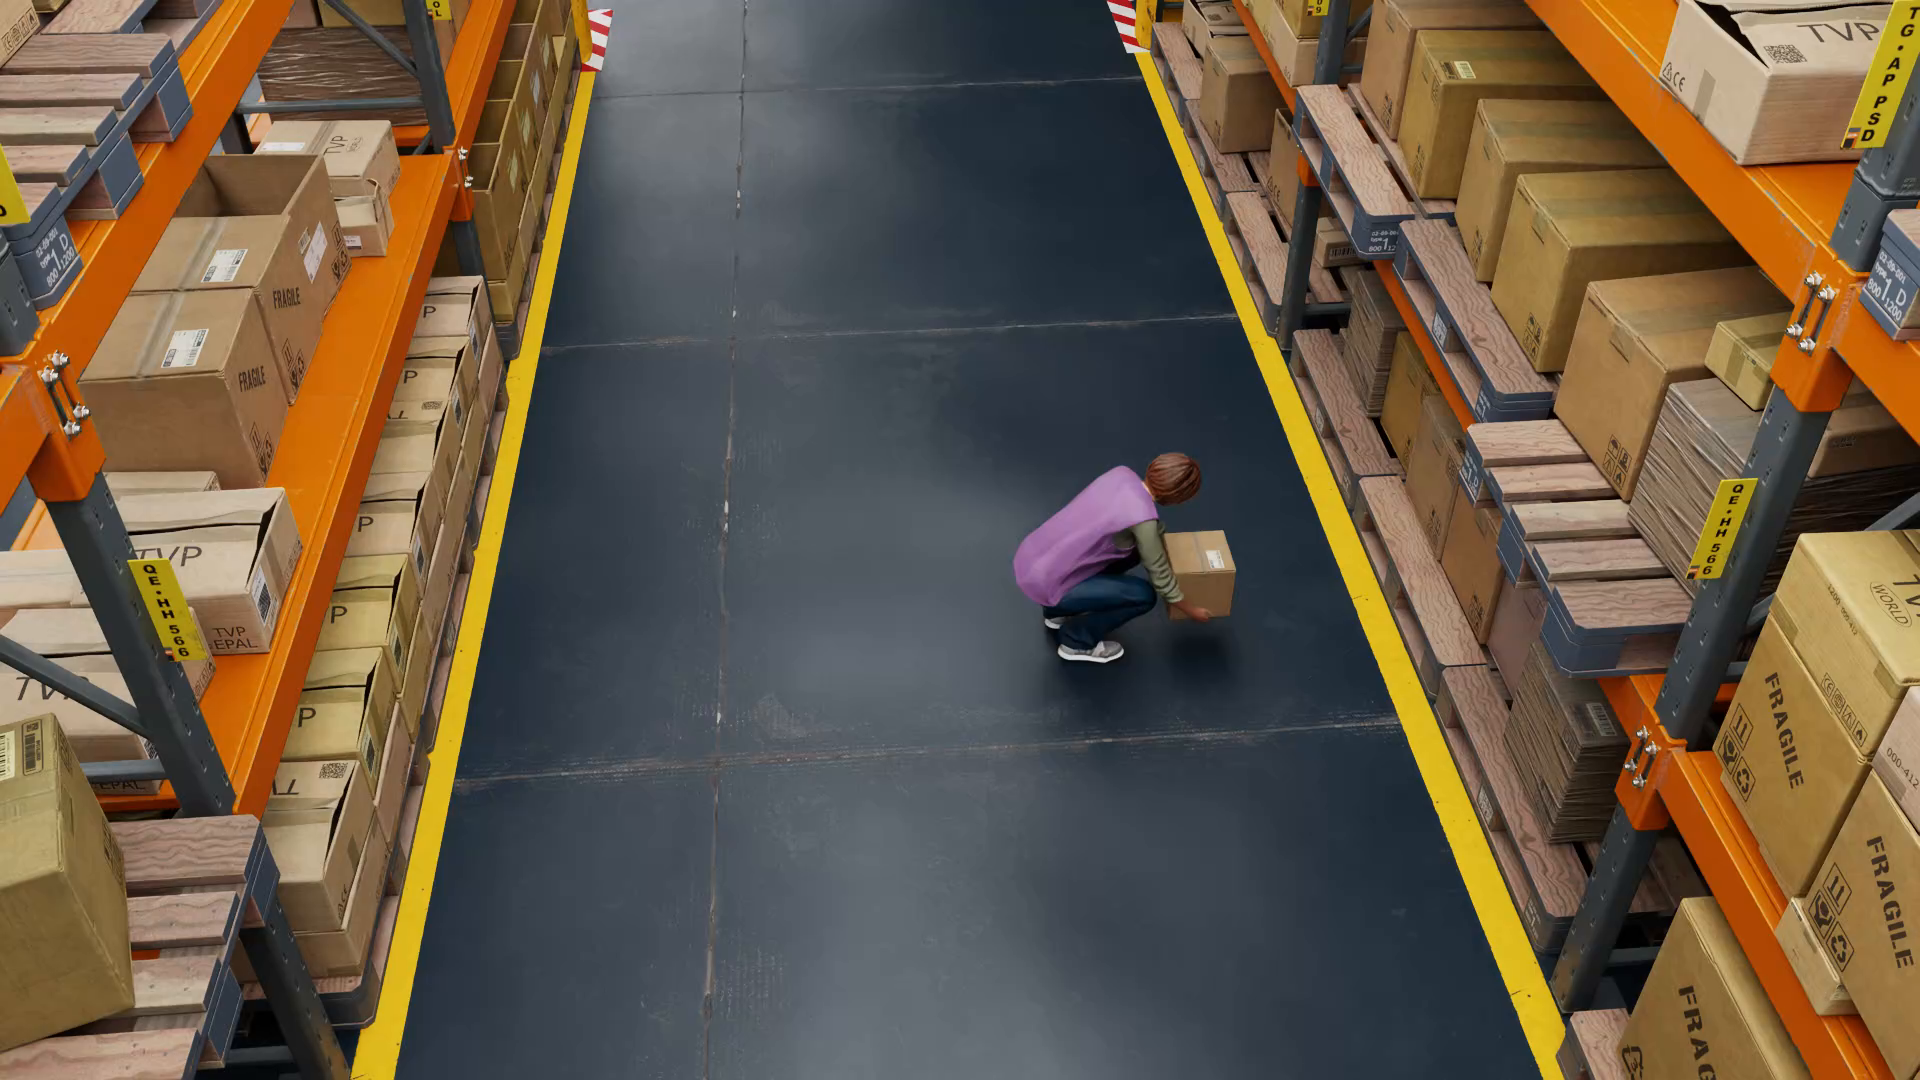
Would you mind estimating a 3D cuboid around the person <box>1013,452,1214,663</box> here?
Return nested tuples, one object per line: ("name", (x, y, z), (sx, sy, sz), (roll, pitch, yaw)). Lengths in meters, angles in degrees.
("person", (0.616, 0.066, 6.654), (0.811, 0.875, 0.458), (-3, 40, -4))
